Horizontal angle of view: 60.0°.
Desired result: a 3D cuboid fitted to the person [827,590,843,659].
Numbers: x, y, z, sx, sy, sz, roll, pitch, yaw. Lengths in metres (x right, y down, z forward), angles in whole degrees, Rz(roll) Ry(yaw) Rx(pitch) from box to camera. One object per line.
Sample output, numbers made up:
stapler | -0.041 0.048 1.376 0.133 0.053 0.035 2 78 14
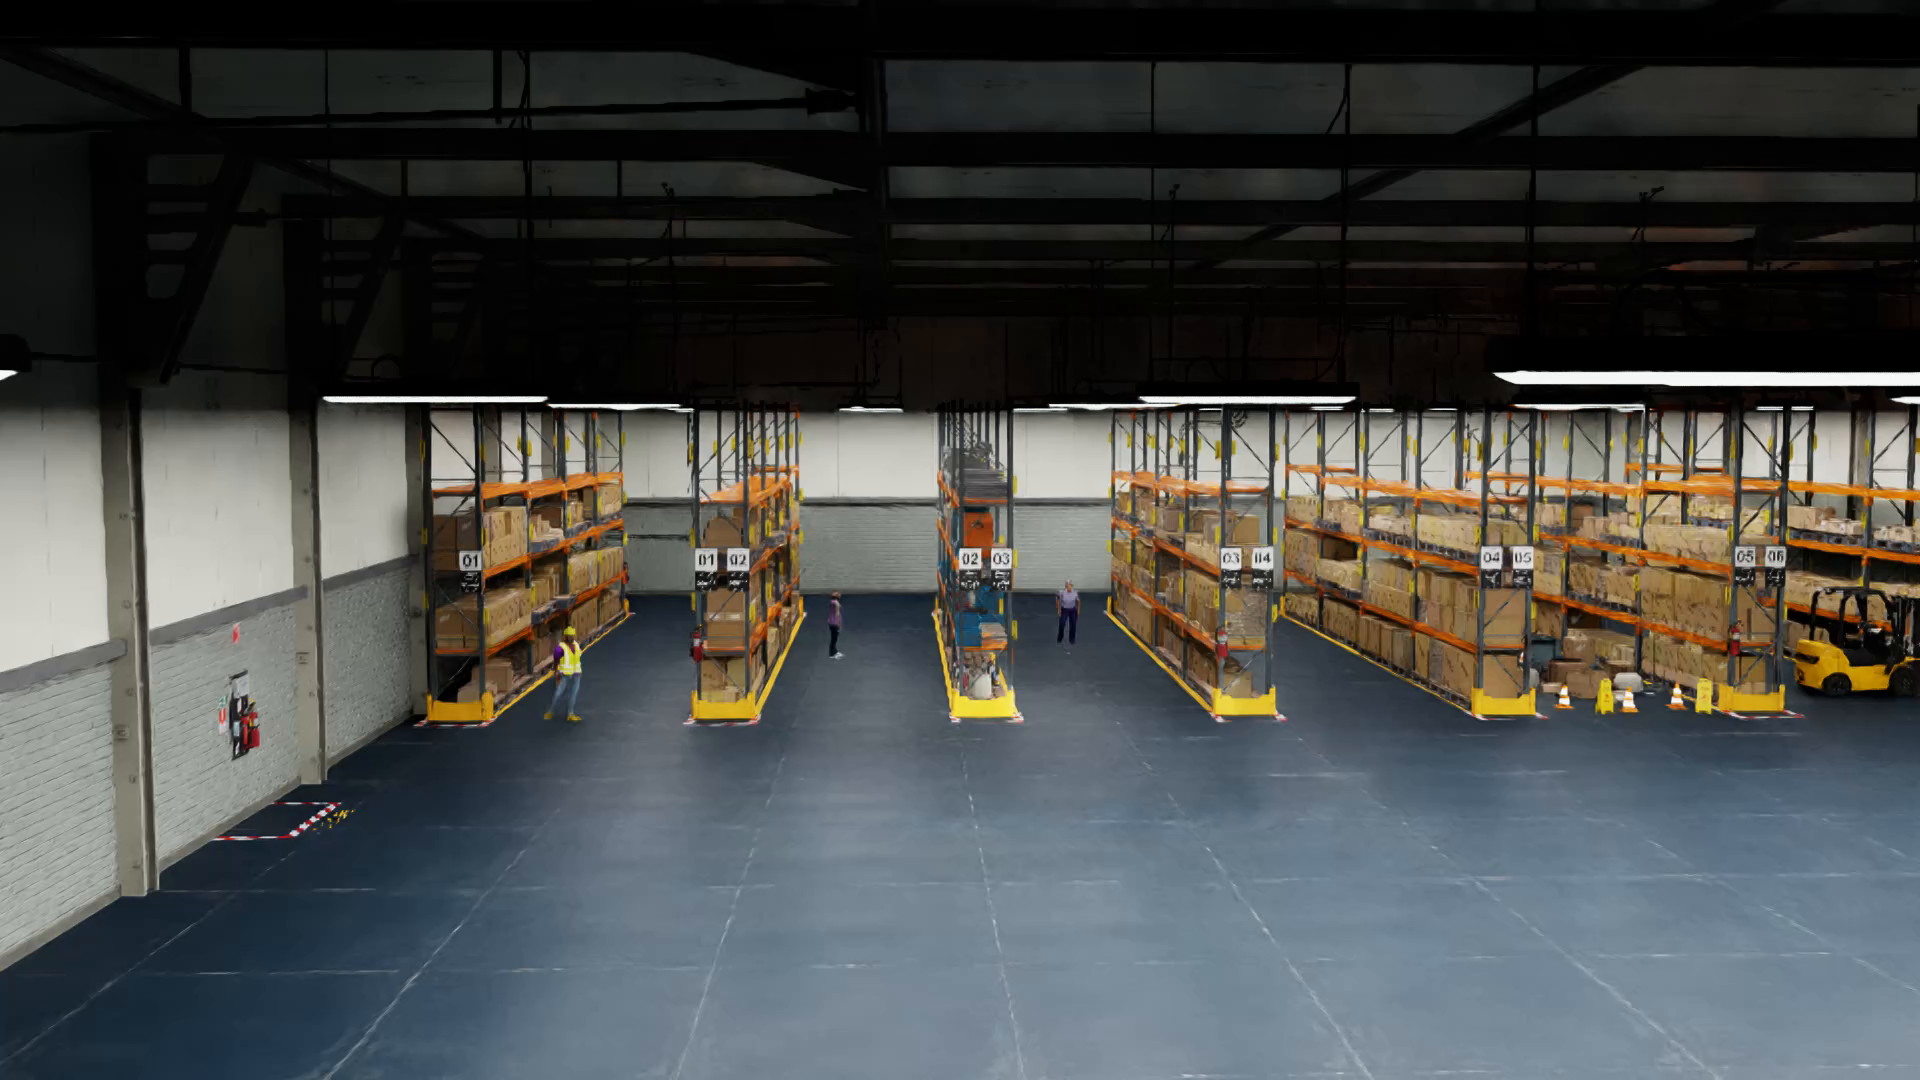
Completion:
person | -2.888 1.963 38.793 0.423 1.599 0.499 -2 5 -27

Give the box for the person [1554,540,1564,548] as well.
person | 19.009 0.824 52.675 0.475 1.776 0.634 -3 5 -36

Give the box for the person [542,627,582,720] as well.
person | -7.409 2.493 30.997 0.742 1.758 0.520 -4 6 -45

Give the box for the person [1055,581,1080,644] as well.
person | 2.686 1.792 41.397 0.625 1.596 0.510 0 4 -4
